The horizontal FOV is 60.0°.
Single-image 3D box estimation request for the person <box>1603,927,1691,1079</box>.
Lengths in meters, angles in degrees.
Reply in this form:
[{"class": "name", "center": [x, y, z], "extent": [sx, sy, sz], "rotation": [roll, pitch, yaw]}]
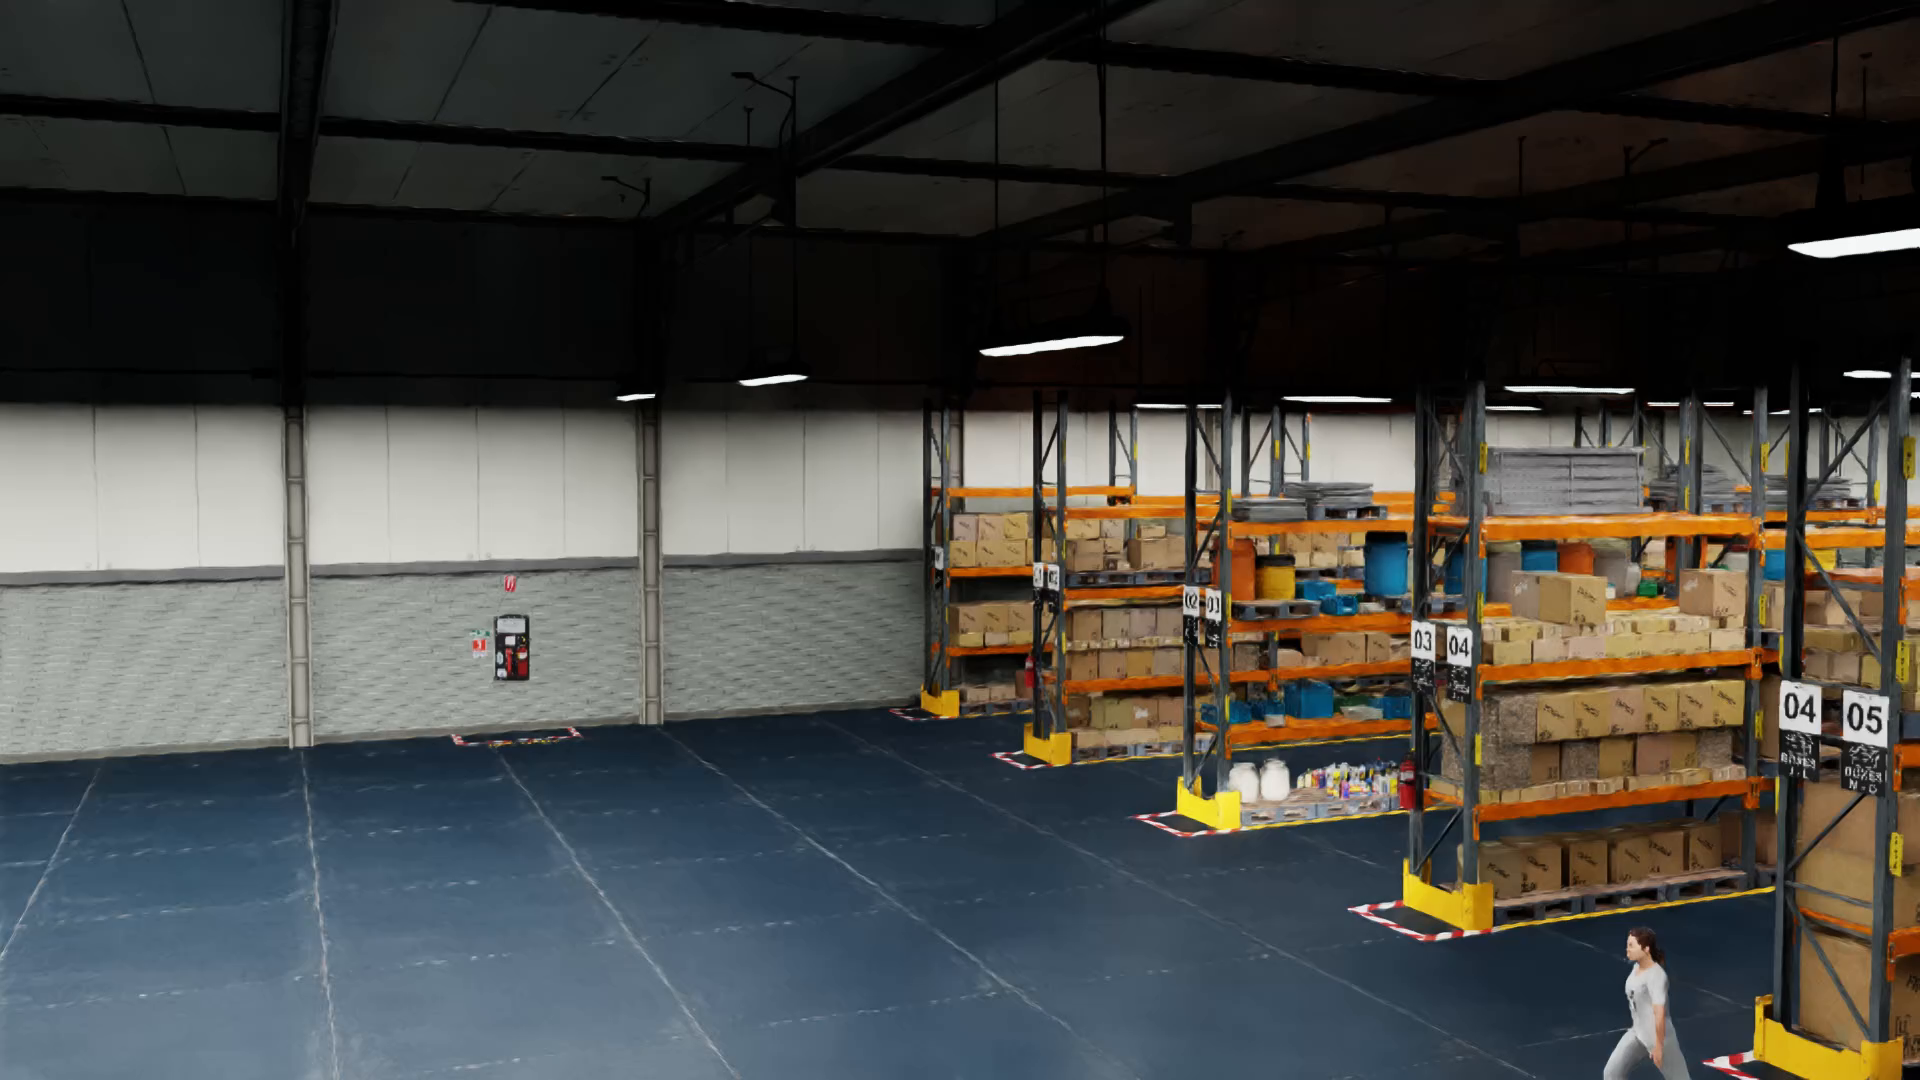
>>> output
[{"class": "person", "center": [5.092, 3.639, 12.190], "extent": [0.958, 1.611, 0.490], "rotation": [0, 3, 0]}]
